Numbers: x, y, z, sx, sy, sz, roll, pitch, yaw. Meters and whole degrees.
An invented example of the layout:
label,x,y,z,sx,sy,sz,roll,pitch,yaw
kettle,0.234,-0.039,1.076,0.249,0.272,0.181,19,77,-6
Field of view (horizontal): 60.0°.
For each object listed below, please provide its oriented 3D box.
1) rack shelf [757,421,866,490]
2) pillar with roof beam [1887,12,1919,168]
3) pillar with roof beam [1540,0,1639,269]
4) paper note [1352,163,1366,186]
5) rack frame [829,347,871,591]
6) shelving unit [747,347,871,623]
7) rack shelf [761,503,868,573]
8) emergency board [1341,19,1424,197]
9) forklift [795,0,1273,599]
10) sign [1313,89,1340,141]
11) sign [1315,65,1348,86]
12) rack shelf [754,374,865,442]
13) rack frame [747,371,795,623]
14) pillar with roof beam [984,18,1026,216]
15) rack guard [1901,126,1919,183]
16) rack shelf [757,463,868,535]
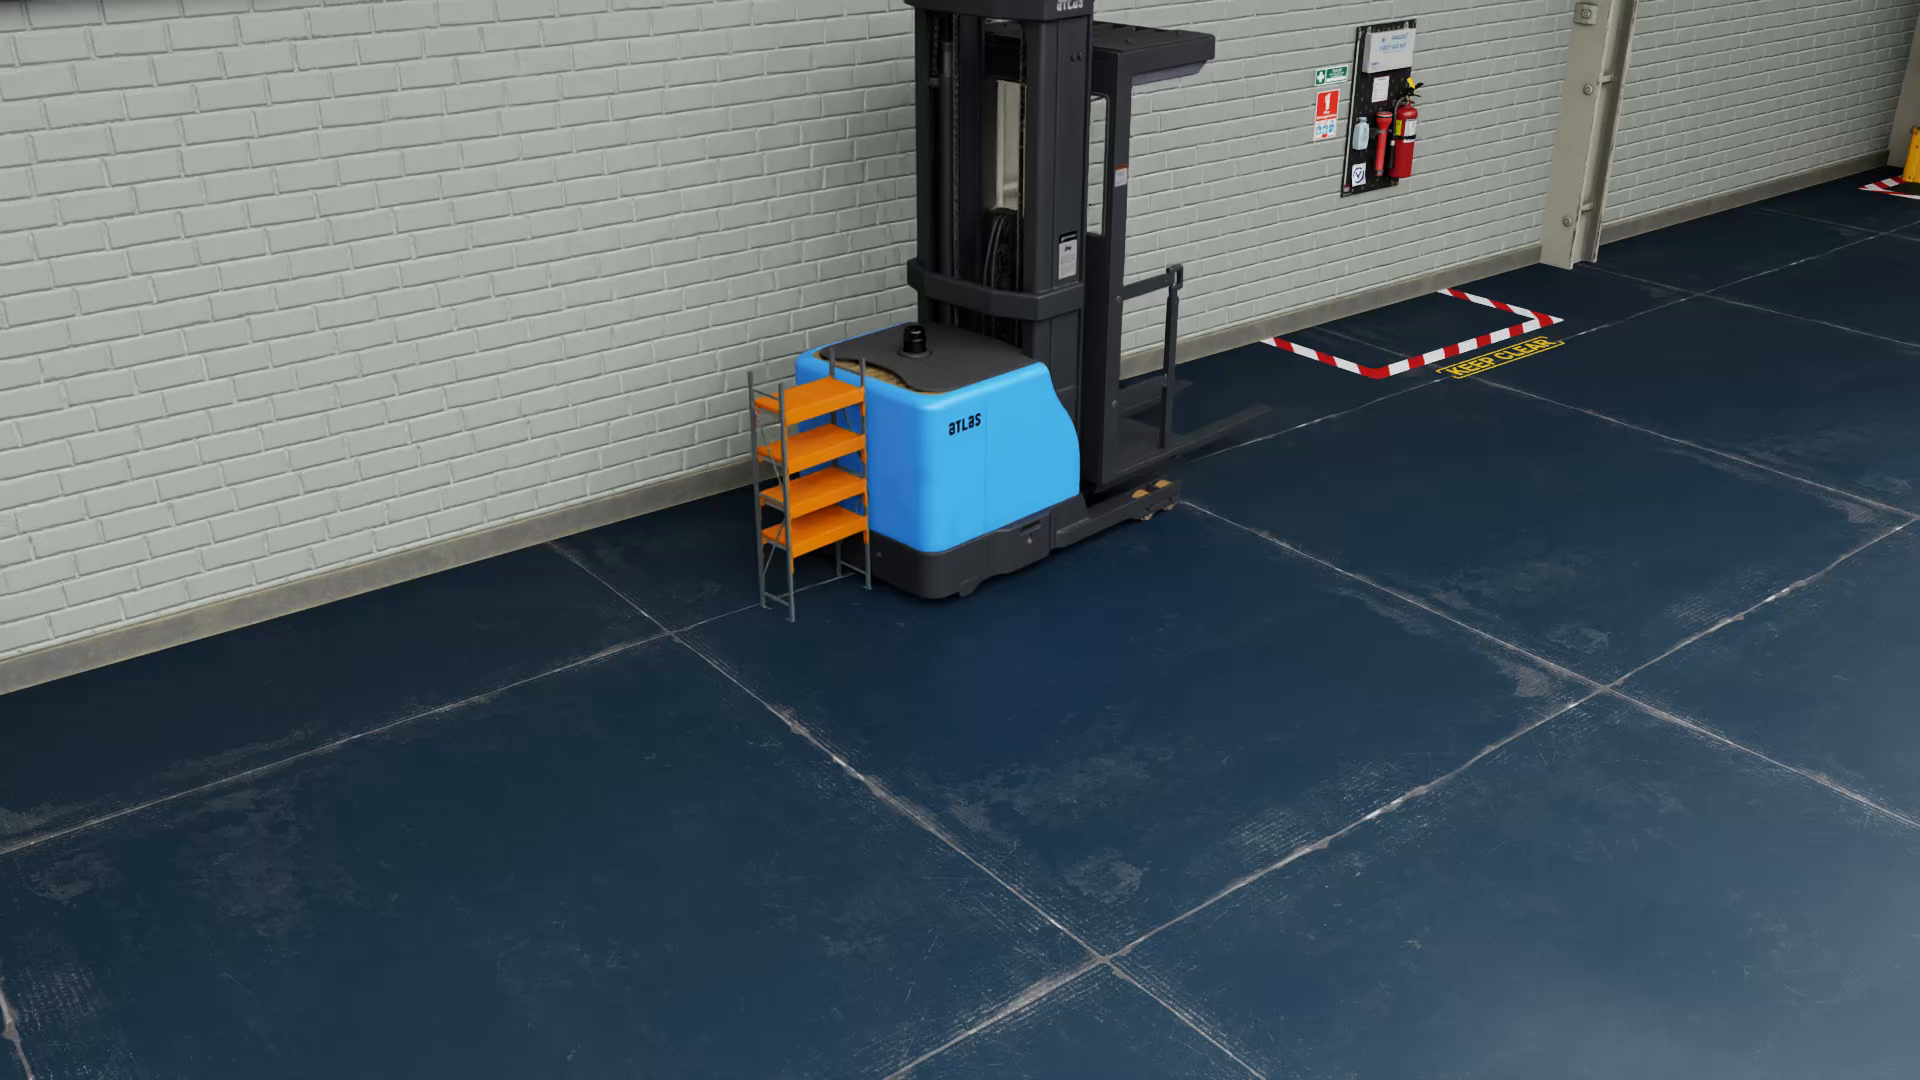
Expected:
label,x,y,z,sx,sy,sz,roll,pitch,yaw
rack shelf,-0.703,-0.401,7.818,0.258,0.148,0.480,23,33,40
pillar with roof beam,12.371,-6.507,12.082,0.400,9.000,9.100,-18,31,-34
pillar with roof beam,7.649,-4.949,8.724,0.400,9.000,9.100,-18,31,-34
paper note,2.843,-2.602,11.839,0.142,0.148,0.016,-18,31,-34
rack frame,-0.531,-0.332,8.041,0.240,1.200,0.015,23,33,40
shelving unit,-0.703,-0.260,7.884,0.258,1.200,0.503,23,33,40
rack shelf,-0.703,-0.018,7.996,0.258,0.148,0.480,23,33,40
emergency board,3.025,-3.024,11.703,0.643,1.169,0.194,-18,31,-34
forklift,0.568,-1.569,8.650,1.130,2.935,3.031,23,33,40
sign,2.526,-2.931,11.460,0.234,0.329,0.001,-18,31,-34
sign,2.535,-3.170,11.345,0.331,0.109,0.001,-18,31,-34
rack shelf,-0.703,-0.616,7.719,0.258,0.148,0.480,23,33,40
rack frame,-0.875,-0.187,7.727,0.240,1.200,0.015,23,33,40
pillar with roof beam,2.928,-3.390,5.365,0.400,9.000,9.100,-18,31,-34
rack guard,9.757,-3.630,15.977,0.348,0.500,1.175,-18,31,-34
rack shelf,-0.703,-0.199,7.912,0.258,0.148,0.480,23,33,40
